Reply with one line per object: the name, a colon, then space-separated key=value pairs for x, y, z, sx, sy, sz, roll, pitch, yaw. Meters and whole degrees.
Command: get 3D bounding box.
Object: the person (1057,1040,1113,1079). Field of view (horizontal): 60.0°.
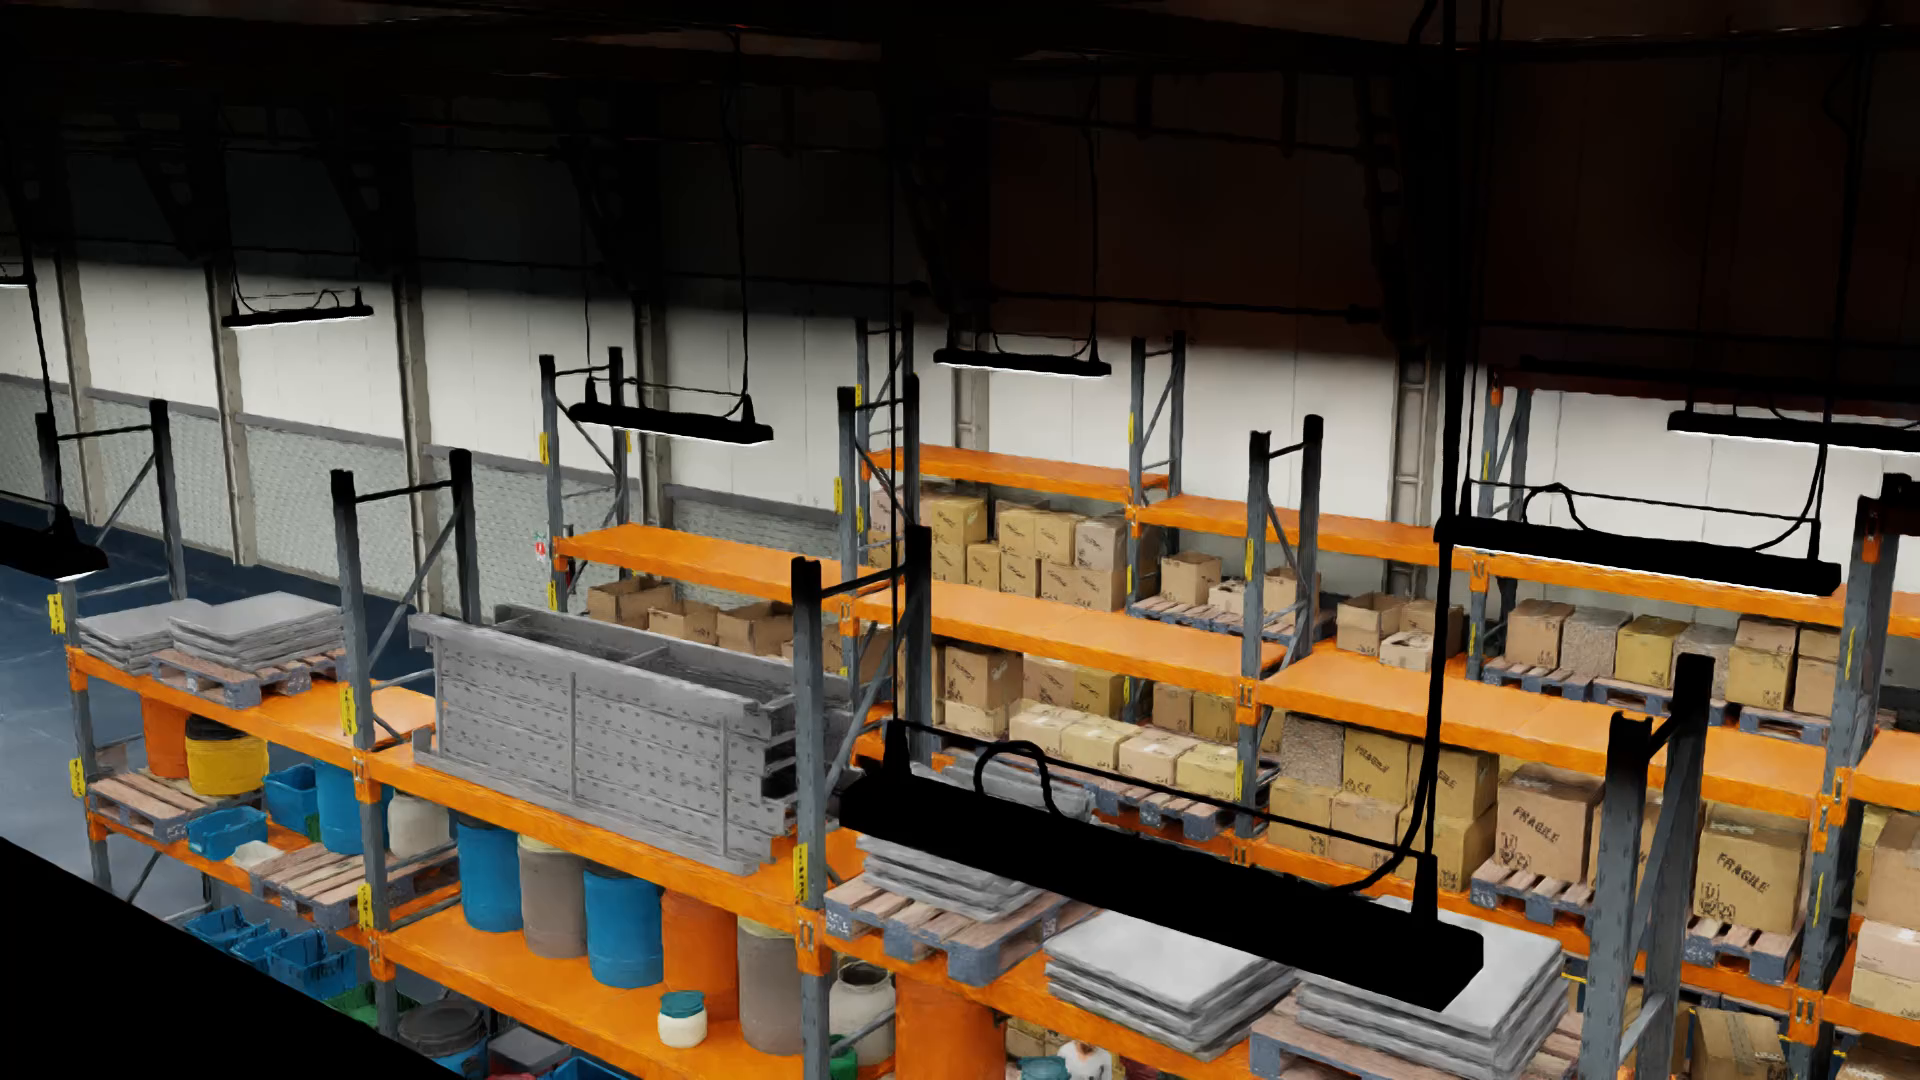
person: x=0.916 y=4.378 z=12.696 sx=0.492 sy=1.671 sz=0.435 roll=3 pitch=13 yaw=12
